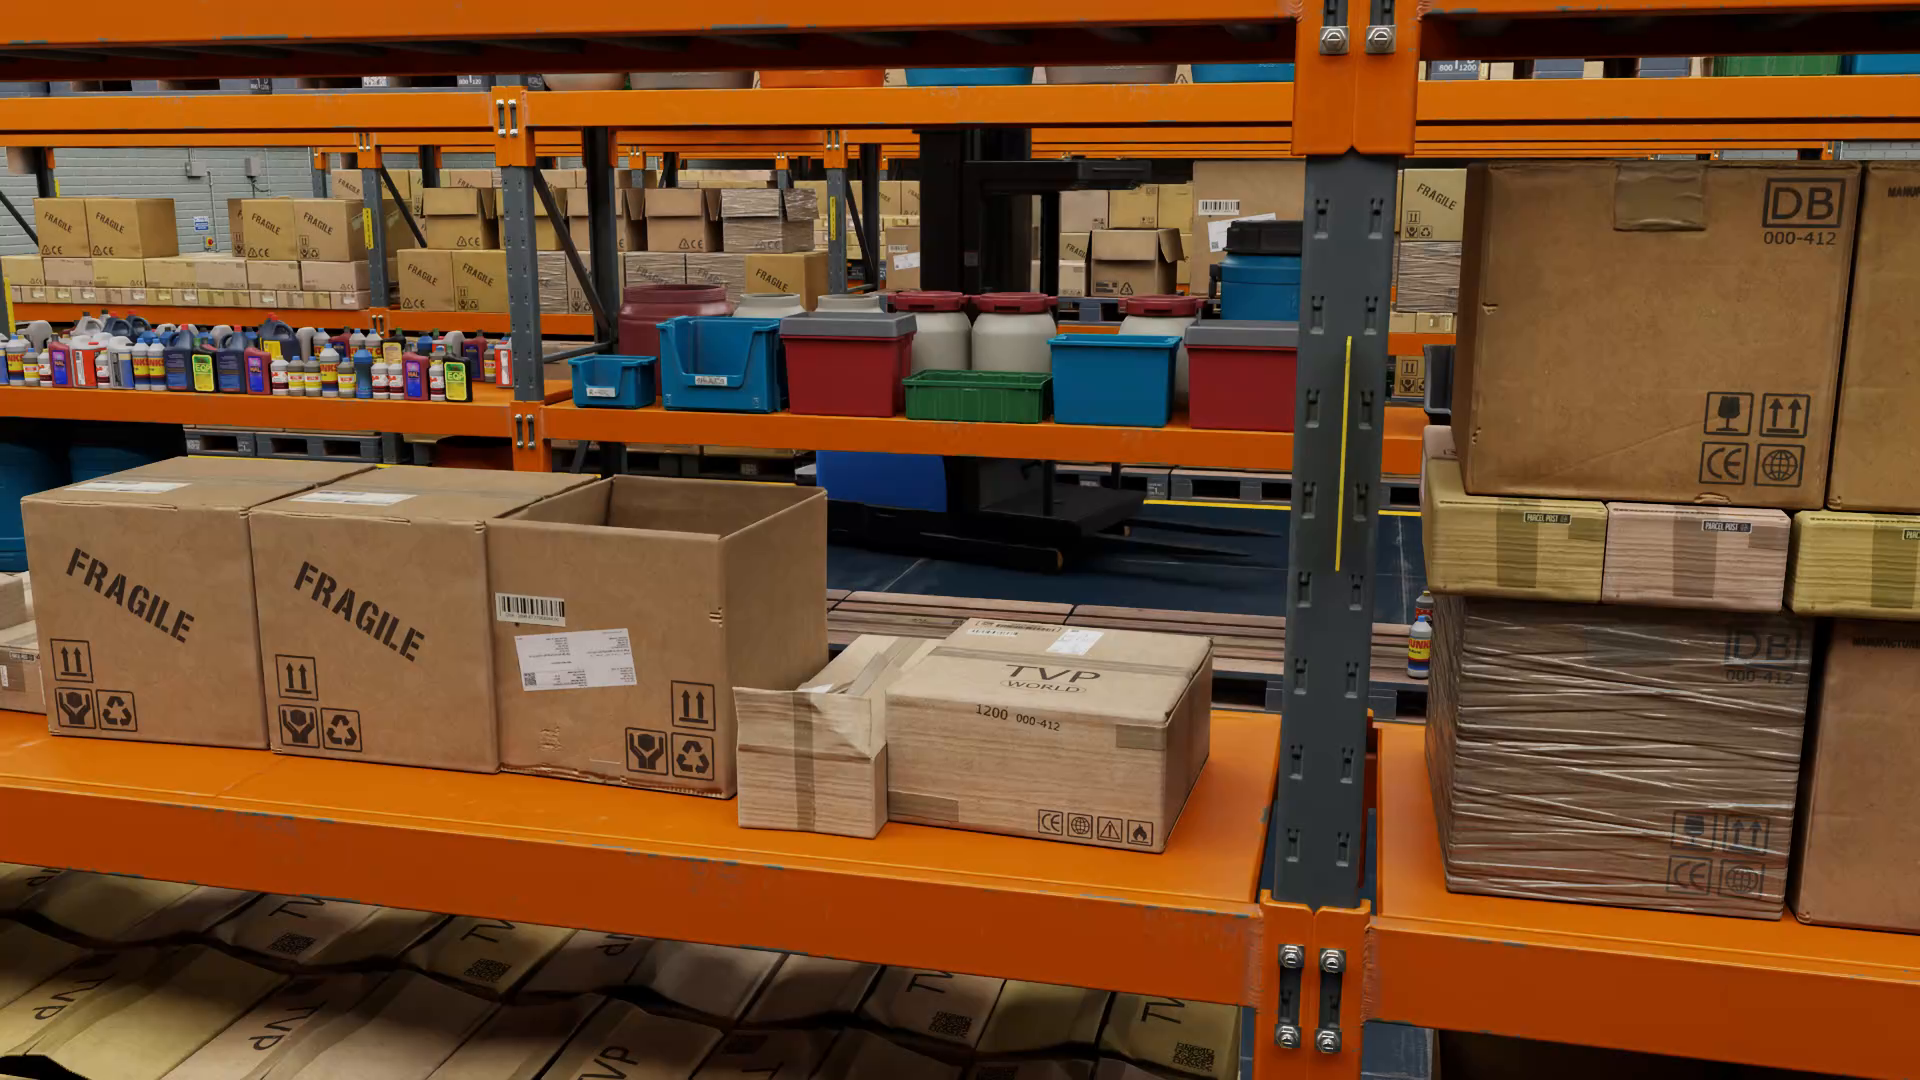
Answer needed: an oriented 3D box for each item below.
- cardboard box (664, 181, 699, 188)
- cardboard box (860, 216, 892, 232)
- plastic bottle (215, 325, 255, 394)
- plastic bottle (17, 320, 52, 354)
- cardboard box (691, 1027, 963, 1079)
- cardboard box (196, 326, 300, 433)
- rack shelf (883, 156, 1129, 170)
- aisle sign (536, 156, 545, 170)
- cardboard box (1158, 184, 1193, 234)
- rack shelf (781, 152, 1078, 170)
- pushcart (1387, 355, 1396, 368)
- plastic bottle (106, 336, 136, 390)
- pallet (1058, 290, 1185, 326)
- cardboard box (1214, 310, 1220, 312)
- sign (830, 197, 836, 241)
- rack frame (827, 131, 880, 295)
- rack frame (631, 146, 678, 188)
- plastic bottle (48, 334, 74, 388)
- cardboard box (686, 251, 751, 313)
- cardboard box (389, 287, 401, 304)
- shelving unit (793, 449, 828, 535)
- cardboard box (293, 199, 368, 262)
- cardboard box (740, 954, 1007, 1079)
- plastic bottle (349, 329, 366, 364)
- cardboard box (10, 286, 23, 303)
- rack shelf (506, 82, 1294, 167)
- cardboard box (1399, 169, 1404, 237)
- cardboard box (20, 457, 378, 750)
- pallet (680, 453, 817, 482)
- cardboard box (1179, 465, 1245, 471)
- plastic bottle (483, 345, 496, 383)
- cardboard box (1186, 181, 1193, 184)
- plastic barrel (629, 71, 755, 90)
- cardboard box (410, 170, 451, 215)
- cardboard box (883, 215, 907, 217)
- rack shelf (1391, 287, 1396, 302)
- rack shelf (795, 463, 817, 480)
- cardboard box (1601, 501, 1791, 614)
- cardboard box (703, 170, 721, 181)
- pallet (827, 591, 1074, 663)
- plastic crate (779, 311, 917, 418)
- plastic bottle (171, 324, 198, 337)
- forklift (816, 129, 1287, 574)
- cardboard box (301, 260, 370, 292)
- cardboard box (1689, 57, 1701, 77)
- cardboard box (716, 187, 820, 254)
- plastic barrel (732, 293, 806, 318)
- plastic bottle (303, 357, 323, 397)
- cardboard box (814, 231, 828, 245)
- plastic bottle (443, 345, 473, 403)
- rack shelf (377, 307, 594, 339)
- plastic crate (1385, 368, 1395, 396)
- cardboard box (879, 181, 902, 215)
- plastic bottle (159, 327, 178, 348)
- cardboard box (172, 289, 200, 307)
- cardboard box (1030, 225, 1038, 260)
[{"bbox_3d":[-3.859,-4.849,23.625,0.500,0.500,0.500,3,13,14],"label":"cardboard box"},{"bbox_3d":[-0.895,-3.382,17.787,0.250,0.149,0.380,3,13,15],"label":"cardboard box"},{"bbox_3d":[-3.774,-0.944,8.676,0.185,0.351,0.144,3,13,14],"label":"plastic bottle"},{"bbox_3d":[-5.449,-1.155,9.799,0.135,0.276,0.152,3,13,14],"label":"plastic bottle"},{"bbox_3d":[-0.301,1.166,3.137,0.500,0.311,0.500,3,13,15],"label":"cardboard box"},{"bbox_3d":[-6.217,-1.475,14.892,0.875,0.875,0.875,3,13,14],"label":"cardboard box"},{"bbox_3d":[0.780,-6.347,27.650,4.000,0.370,1.077,3,13,14],"label":"rack shelf"},{"bbox_3d":[-6.227,-5.839,24.624,0.004,0.787,0.394,3,13,14],"label":"aisle sign"},{"bbox_3d":[2.368,-3.472,17.420,0.500,0.500,0.700,3,13,13],"label":"cardboard box"},{"bbox_3d":[-0.406,-5.303,22.944,4.000,0.370,1.077,3,13,14],"label":"rack shelf"},{"bbox_3d":[4.922,-2.116,19.899,0.936,0.377,1.648,-1,13,-6],"label":"pushcart"},{"bbox_3d":[-4.426,-0.943,8.845,0.135,0.276,0.152,3,13,14],"label":"plastic bottle"},{"bbox_3d":[1.093,-1.814,12.927,1.213,0.211,1.003,3,13,14],"label":"pallet"},{"bbox_3d":[2.772,-2.003,17.560,0.750,0.750,1.050,3,13,14],"label":"cardboard box"},{"bbox_3d":[-0.968,-2.450,12.678,0.005,0.325,0.100,3,13,14],"label":"sign"},{"bbox_3d":[-0.838,-2.002,13.331,0.127,3.000,1.000,3,13,14],"label":"rack frame"},{"bbox_3d":[-3.435,-3.247,18.944,0.127,3.000,1.000,3,13,14],"label":"rack frame"},{"bbox_3d":[-4.793,-0.956,8.887,0.133,0.283,0.061,3,13,14],"label":"plastic bottle"},{"bbox_3d":[-1.860,-2.051,13.323,0.500,0.500,0.500,3,13,13],"label":"cardboard box"},{"bbox_3d":[-4.929,-2.172,14.678,0.250,0.149,0.380,3,13,14],"label":"cardboard box"},{"bbox_3d":[-0.984,-0.500,11.388,0.210,0.900,0.258,3,13,23],"label":"shelving unit"},{"bbox_3d":[-5.232,-2.615,14.023,0.500,0.500,0.500,3,13,15],"label":"cardboard box"},{"bbox_3d":[-0.158,1.052,3.653,0.500,0.311,0.500,3,13,13],"label":"cardboard box"},{"bbox_3d":[-3.371,-1.048,9.327,0.097,0.271,0.097,0,13,0],"label":"plastic bottle"},{"bbox_3d":[-8.340,-2.206,14.833,0.250,0.149,0.380,3,13,14],"label":"cardboard box"},{"bbox_3d":[-0.083,-1.970,7.921,4.000,0.370,1.077,3,13,14],"label":"rack shelf"},{"bbox_3d":[3.548,-2.511,12.399,0.500,0.500,0.500,3,13,14],"label":"cardboard box"},{"bbox_3d":[-1.583,0.116,3.554,0.500,0.500,0.500,2,13,10],"label":"cardboard box"},{"bbox_3d":[-1.586,-0.697,13.889,1.213,0.211,1.003,3,13,14],"label":"pallet"},{"bbox_3d":[1.996,-0.854,12.912,0.500,0.500,0.700,3,13,13],"label":"cardboard box"},{"bbox_3d":[-2.568,-0.970,9.141,0.097,0.201,0.097,0,13,0],"label":"plastic bottle"},{"bbox_3d":[3.192,-4.776,22.450,0.250,0.149,0.380,2,13,11],"label":"cardboard box"},{"bbox_3d":[-1.280,-2.581,7.859,0.600,0.901,0.600,0,13,0],"label":"plastic barrel"},{"bbox_3d":[-5.956,-4.001,19.117,0.500,0.500,0.500,3,13,12],"label":"cardboard box"},{"bbox_3d":[-0.710,-3.518,18.402,0.250,0.149,0.380,3,13,11],"label":"cardboard box"},{"bbox_3d":[6.273,-2.377,16.683,4.000,0.370,1.077,3,13,14],"label":"rack shelf"},{"bbox_3d":[-0.983,-0.467,11.395,0.200,0.077,0.258,3,13,23],"label":"rack shelf"},{"bbox_3d":[1.126,-0.009,2.620,0.250,0.149,0.380,3,13,14],"label":"cardboard box"},{"bbox_3d":[-3.443,-5.157,23.515,0.250,0.149,0.380,3,13,13],"label":"cardboard box"},{"bbox_3d":[-0.101,0.513,8.433,1.213,0.211,1.003,3,13,14],"label":"pallet"},{"bbox_3d":[-0.530,-0.843,7.961,0.583,0.464,0.402,3,13,14],"label":"plastic crate"},{"bbox_3d":[-4.474,-1.103,9.565,0.135,0.276,0.152,3,13,14],"label":"plastic bottle"},{"bbox_3d":[0.561,-1.350,10.553,3.031,2.935,1.130,7,14,29],"label":"forklift"},{"bbox_3d":[-5.213,-2.249,14.105,0.500,0.250,0.500,3,13,12],"label":"cardboard box"},{"bbox_3d":[5.068,-3.214,11.296,0.250,0.149,0.380,2,13,11],"label":"cardboard box"},{"bbox_3d":[-1.544,-2.582,13.398,0.637,0.503,0.797,4,13,15],"label":"cardboard box"},{"bbox_3d":[-0.975,-1.006,8.586,0.421,0.512,0.421,0,13,0],"label":"plastic barrel"},{"bbox_3d":[-3.324,-0.842,8.560,0.097,0.201,0.097,0,13,0],"label":"plastic bottle"},{"bbox_3d":[-1.394,-3.263,17.941,0.250,0.149,0.380,3,13,15],"label":"cardboard box"},{"bbox_3d":[-2.520,-0.834,8.339,0.133,0.283,0.061,3,13,14],"label":"plastic bottle"},{"bbox_3d":[-2.780,-1.754,13.876,4.000,0.370,1.077,3,13,14],"label":"rack shelf"},{"bbox_3d":[4.814,-1.754,18.572,0.662,0.188,0.450,12,27,43],"label":"plastic crate"},{"bbox_3d":[-1.002,-4.700,22.952,0.500,0.500,0.500,3,13,12],"label":"cardboard box"},{"bbox_3d":[-4.485,-1.073,9.442,0.097,0.271,0.097,0,13,0],"label":"plastic bottle"},{"bbox_3d":[-6.591,-2.114,14.415,0.250,0.149,0.380,3,13,14],"label":"cardboard box"},{"bbox_3d":[0.261,-2.228,13.150,0.500,0.500,0.700,5,13,22],"label":"cardboard box"}]
